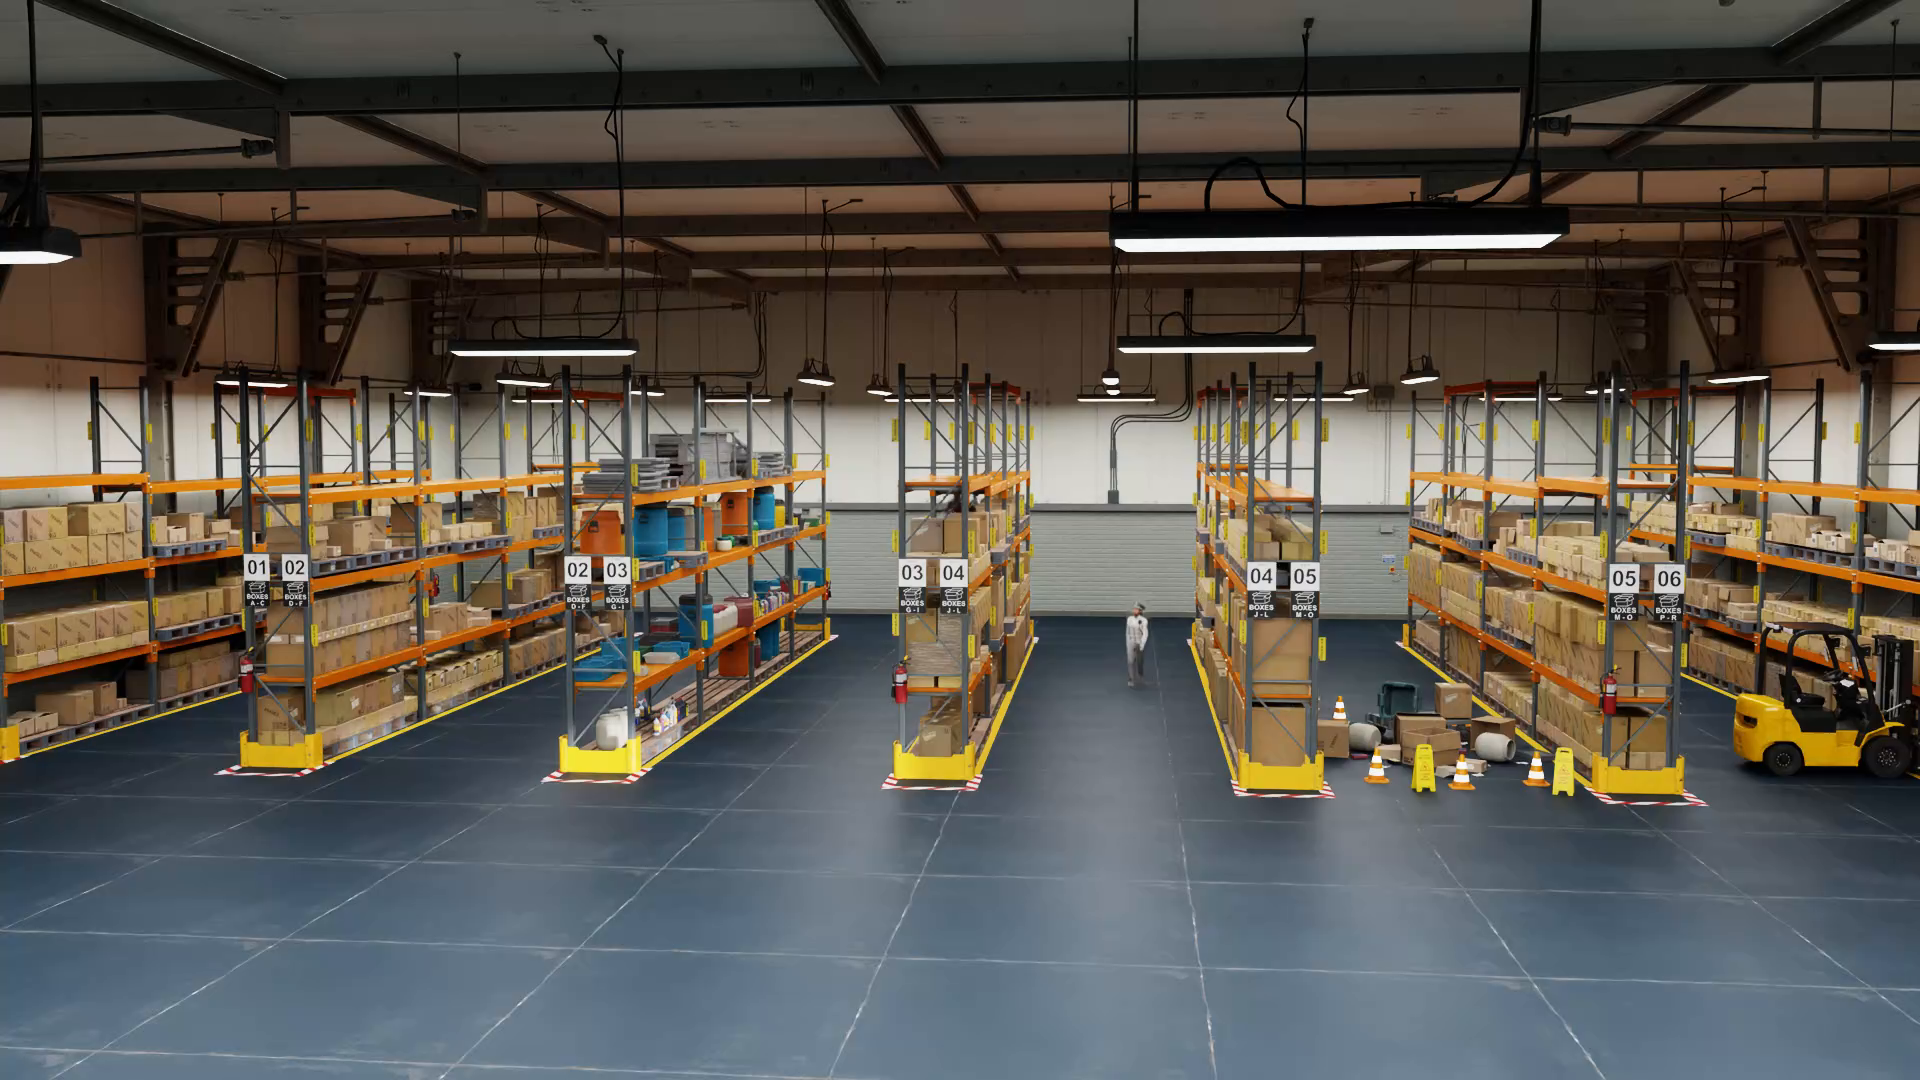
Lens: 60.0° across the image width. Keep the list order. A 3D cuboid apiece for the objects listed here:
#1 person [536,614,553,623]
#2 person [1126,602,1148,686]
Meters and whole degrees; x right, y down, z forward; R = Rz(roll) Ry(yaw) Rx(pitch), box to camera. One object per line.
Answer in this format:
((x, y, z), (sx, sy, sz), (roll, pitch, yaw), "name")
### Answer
((-10.734, 1.427, 42.915), (0.692, 1.849, 0.751), (0, 4, 6), "person")
((3.507, 2.043, 32.998), (0.457, 1.627, 0.952), (1, 4, 8), "person")
